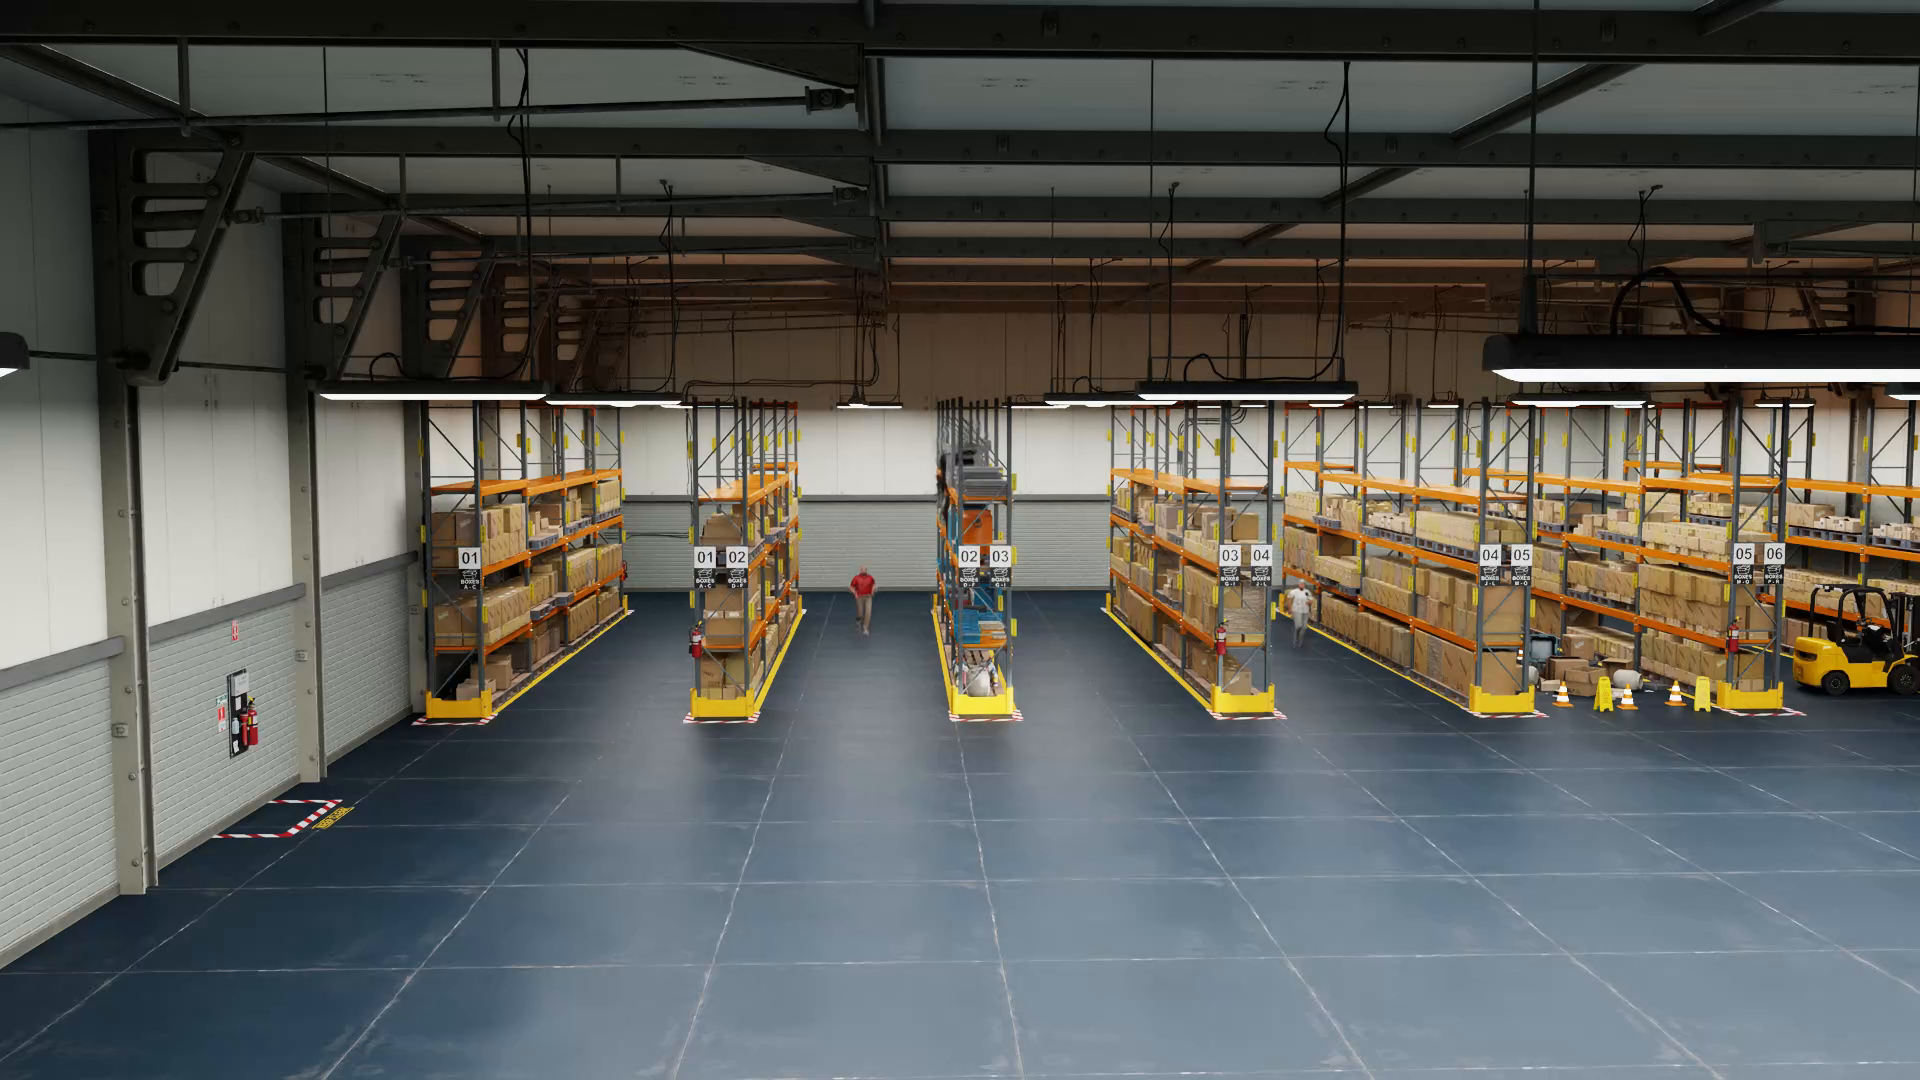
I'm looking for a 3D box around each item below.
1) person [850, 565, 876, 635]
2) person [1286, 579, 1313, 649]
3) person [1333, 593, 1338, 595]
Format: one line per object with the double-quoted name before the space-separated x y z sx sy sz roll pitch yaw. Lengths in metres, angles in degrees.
"person" -2.361 1.453 40.759 0.663 1.695 0.752 -1 5 -15
"person" 8.247 1.795 40.245 0.575 1.708 0.711 -1 4 -7
"person" 11.230 1.131 49.122 0.703 1.639 0.503 -1 4 -7
